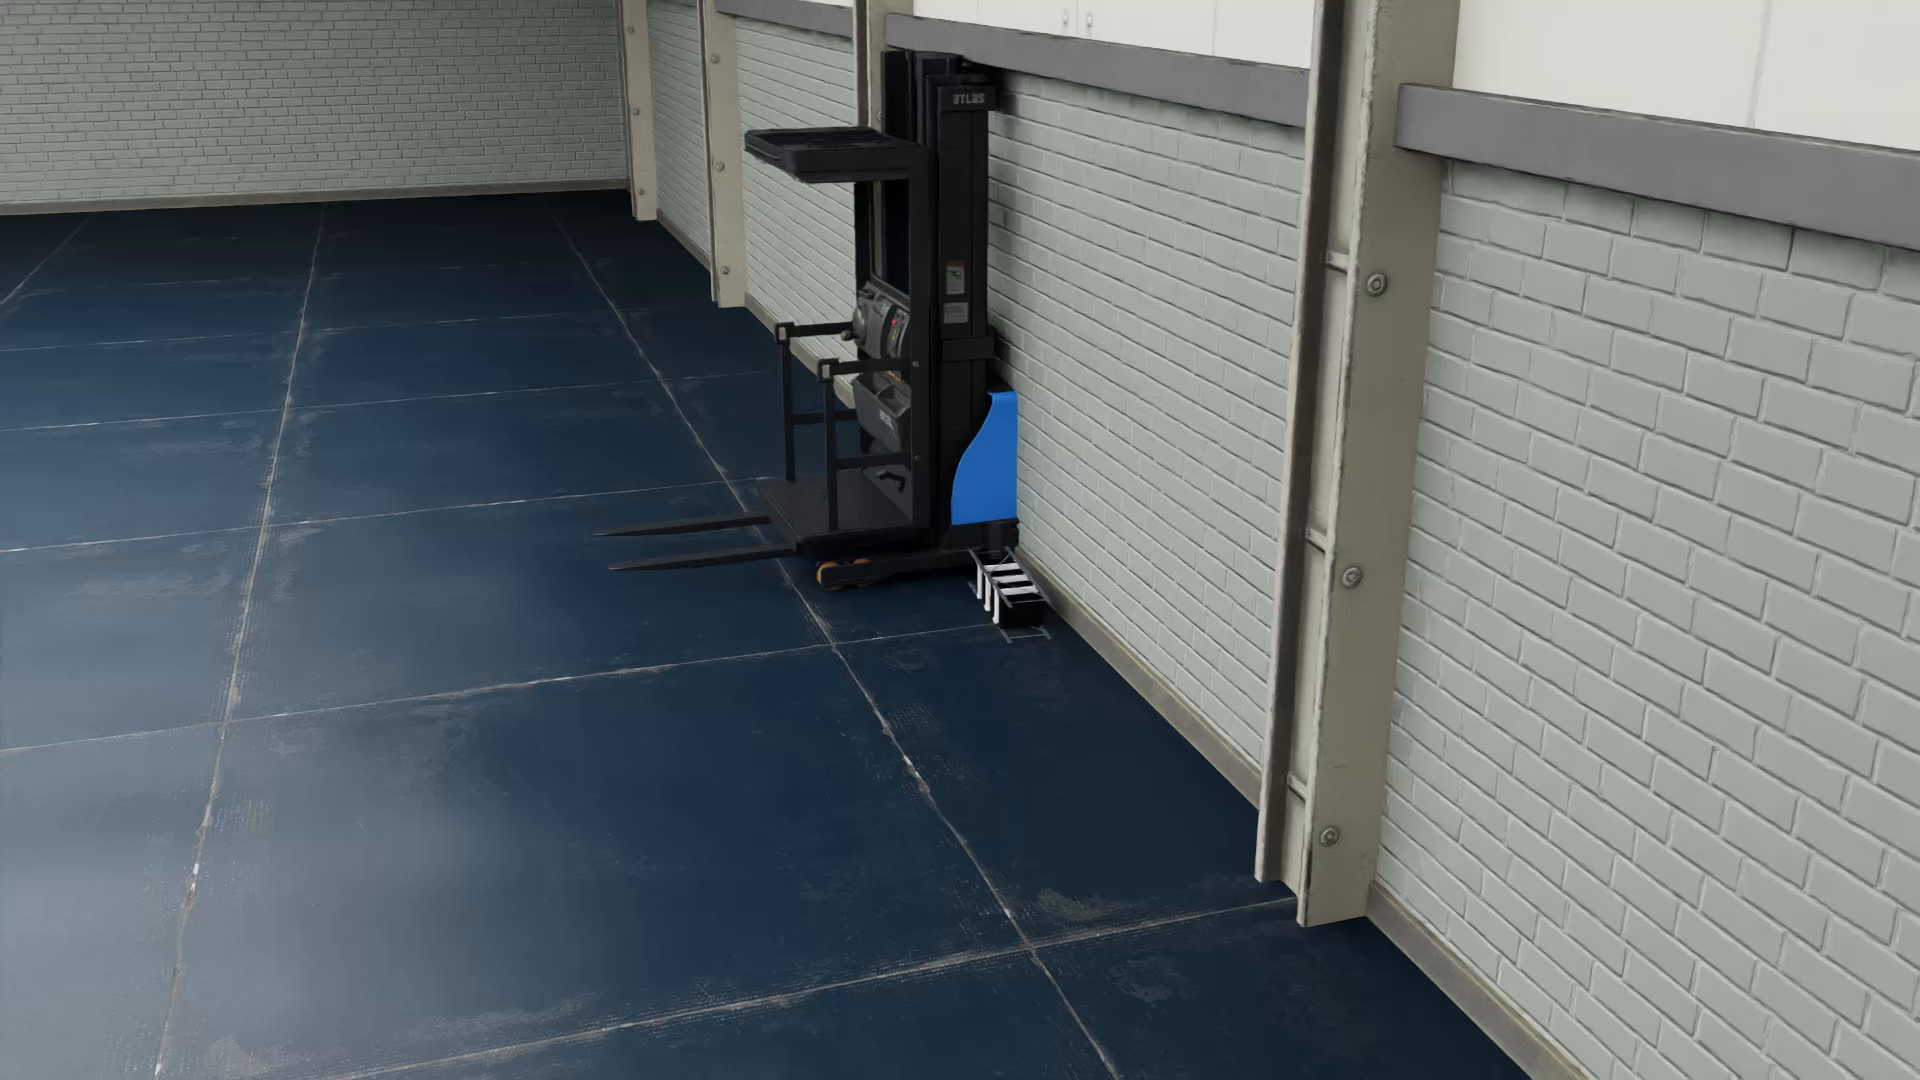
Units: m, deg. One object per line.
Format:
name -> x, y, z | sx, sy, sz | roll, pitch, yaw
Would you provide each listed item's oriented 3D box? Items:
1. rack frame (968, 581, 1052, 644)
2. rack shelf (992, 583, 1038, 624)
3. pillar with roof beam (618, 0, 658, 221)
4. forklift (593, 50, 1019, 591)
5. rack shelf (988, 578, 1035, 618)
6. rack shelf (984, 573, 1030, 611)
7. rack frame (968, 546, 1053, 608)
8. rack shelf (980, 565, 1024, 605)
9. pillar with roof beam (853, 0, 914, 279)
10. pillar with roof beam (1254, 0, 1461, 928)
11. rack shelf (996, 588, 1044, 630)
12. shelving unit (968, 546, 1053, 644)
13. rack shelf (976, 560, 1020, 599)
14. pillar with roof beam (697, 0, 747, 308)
rack frame -> 0.269, 0.389, 9.312 | 0.240, 0.006, 0.900 | -5, 21, -13
rack shelf -> 0.305, 0.343, 9.143 | 0.258, 0.200, 0.077 | -5, 21, -13
pillar with roof beam -> -8.358, -8.161, 19.826 | 9.100, 9.000, 0.400 | -6, 21, -17
forklift -> -0.645, -1.284, 9.654 | 3.031, 2.935, 1.130 | -7, 21, -18
rack shelf -> 0.283, 0.313, 9.225 | 0.258, 0.200, 0.077 | -5, 21, -13
rack shelf -> 0.261, 0.282, 9.307 | 0.258, 0.200, 0.077 | -5, 21, -13
rack frame -> 0.270, 0.198, 9.242 | 0.240, 0.006, 0.900 | -5, 21, -13
rack shelf -> 0.240, 0.252, 9.389 | 0.258, 0.200, 0.077 | -5, 21, -13
pillar with roof beam -> -4.586, -4.310, 9.104 | 9.100, 9.000, 0.400 | -6, 21, -17
pillar with roof beam -> -2.700, -2.385, 3.744 | 9.100, 9.000, 0.400 | -6, 21, -17
rack shelf -> 0.326, 0.373, 9.061 | 0.258, 0.200, 0.077 | -5, 21, -13
shelving unit -> 0.269, 0.294, 9.277 | 0.258, 0.210, 0.900 | -5, 21, -13
rack shelf -> 0.218, 0.222, 9.471 | 0.258, 0.200, 0.077 | -5, 21, -13
pillar with roof beam -> -6.472, -6.236, 14.465 | 9.100, 9.000, 0.400 | -6, 21, -17
